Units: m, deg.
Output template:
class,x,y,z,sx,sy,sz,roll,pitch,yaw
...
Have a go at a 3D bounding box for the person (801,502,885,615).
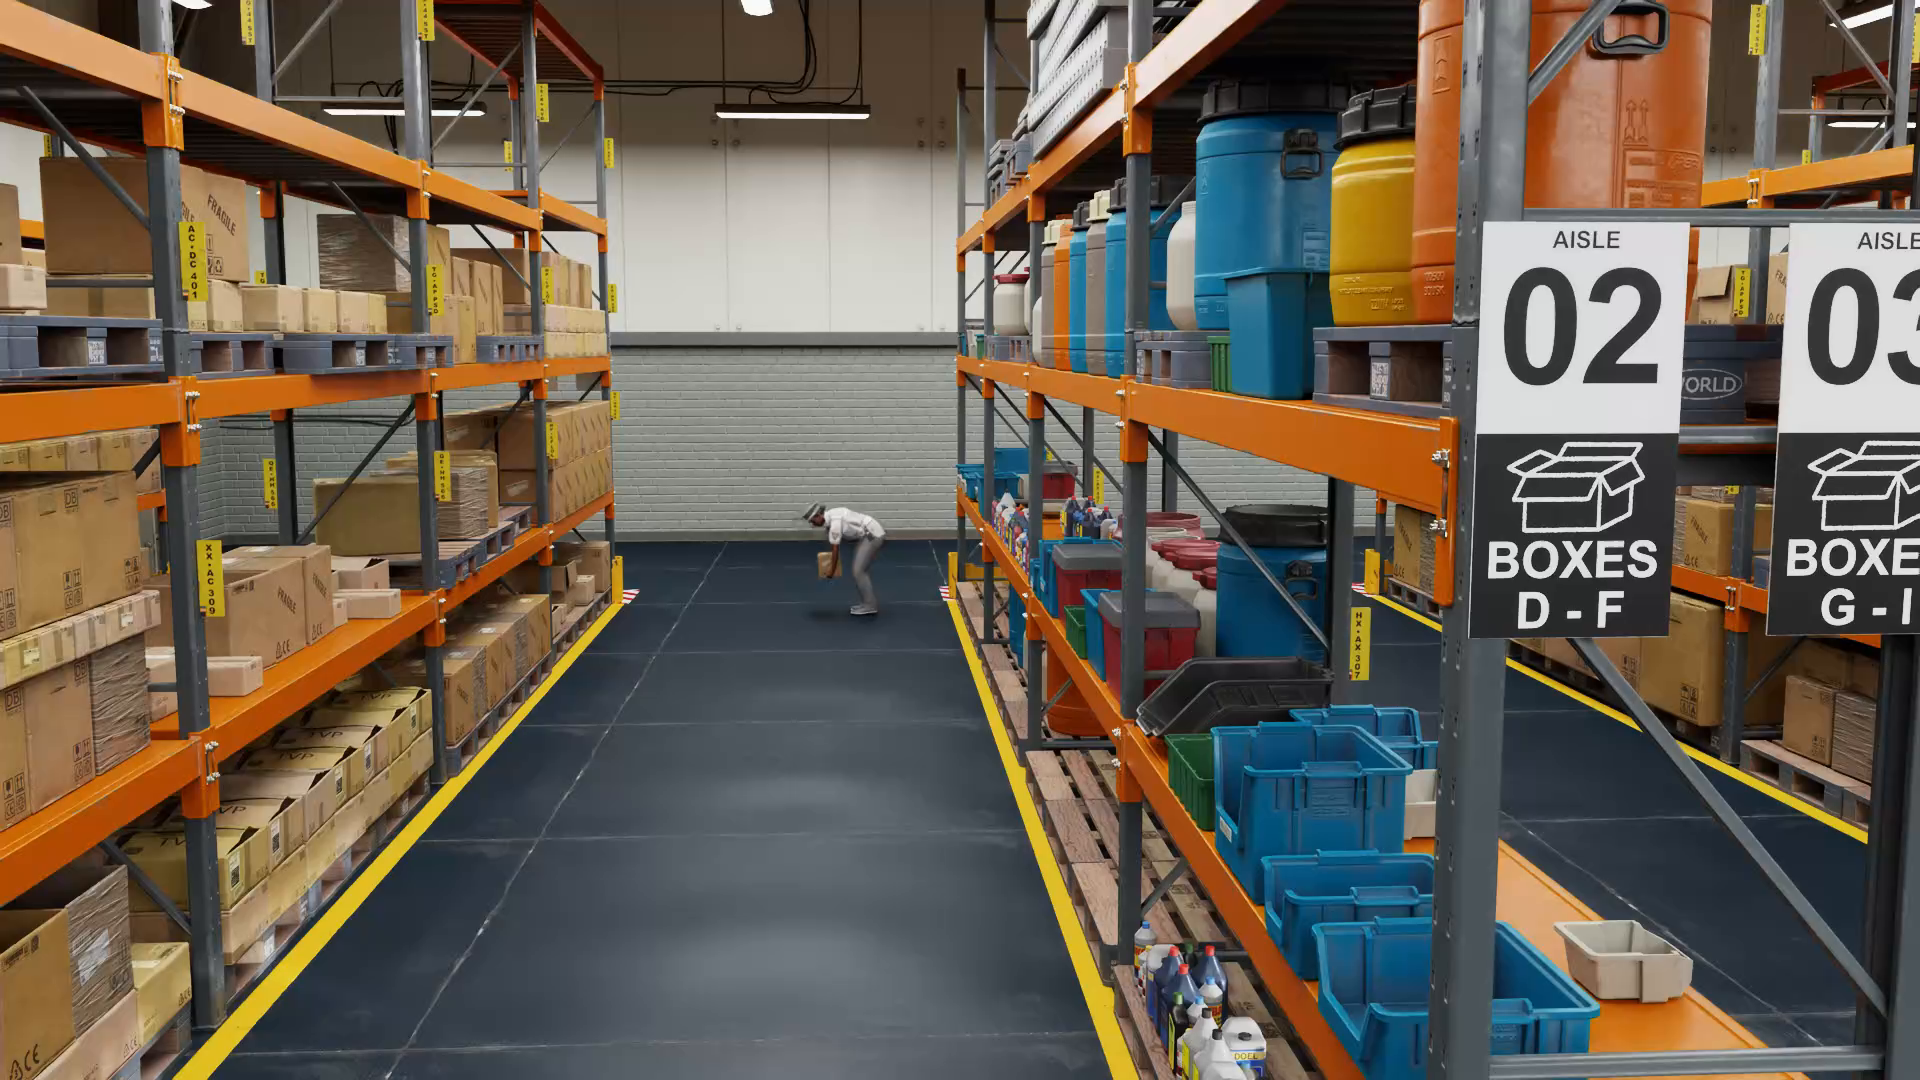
class,x,y,z,sx,sy,sz,roll,pitch,yaw
person,-1.278,0.192,18.212,0.920,1.238,0.417,-1,7,-5
